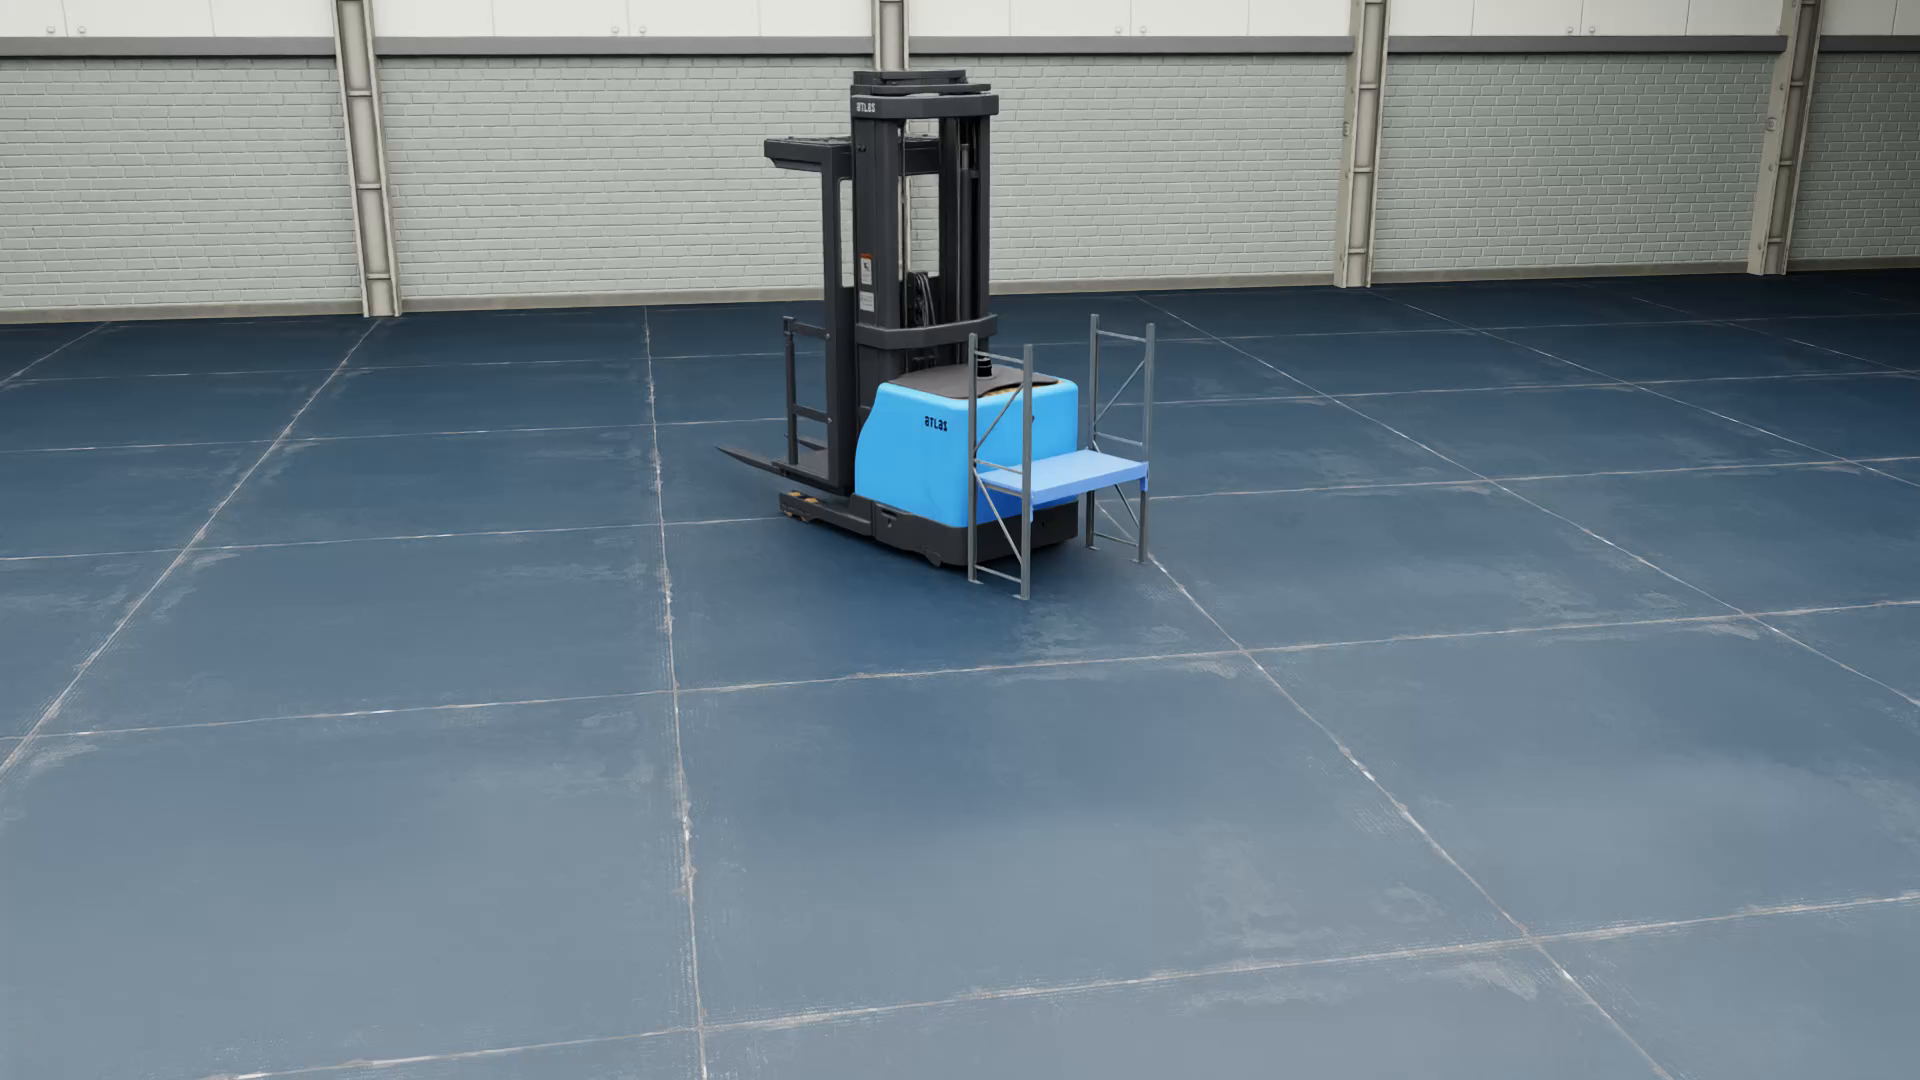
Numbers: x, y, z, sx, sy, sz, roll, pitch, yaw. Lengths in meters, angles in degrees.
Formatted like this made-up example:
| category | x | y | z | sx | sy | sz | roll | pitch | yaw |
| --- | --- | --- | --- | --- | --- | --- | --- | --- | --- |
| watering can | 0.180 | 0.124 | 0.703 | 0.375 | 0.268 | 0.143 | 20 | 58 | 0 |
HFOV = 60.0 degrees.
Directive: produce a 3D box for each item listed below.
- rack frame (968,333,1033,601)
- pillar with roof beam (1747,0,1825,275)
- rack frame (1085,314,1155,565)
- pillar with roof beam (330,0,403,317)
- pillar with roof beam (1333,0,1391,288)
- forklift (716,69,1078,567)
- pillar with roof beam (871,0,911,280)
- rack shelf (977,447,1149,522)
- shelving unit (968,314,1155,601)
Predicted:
| category | x | y | z | sx | sy | sz | roll | pitch | yaw |
| --- | --- | --- | --- | --- | --- | --- | --- | --- | --- |
| rack frame | 0.227 | -0.417 | 9.616 | 0.032 | 1.500 | 0.500 | -15 | 22 | -40 |
| pillar with roof beam | 11.777 | -6.689 | 17.262 | 0.400 | 9.000 | 9.100 | -3 | 17 | -10 |
| rack frame | 0.981 | -0.617 | 10.268 | 0.032 | 1.500 | 0.500 | -15 | 22 | -40 |
| pillar with roof beam | -5.896 | -5.686 | 13.997 | 0.400 | 9.000 | 9.100 | -3 | 17 | -10 |
| pillar with roof beam | 5.886 | -6.354 | 16.174 | 0.400 | 9.000 | 9.100 | -3 | 17 | -10 |
| forklift | -0.578 | -1.603 | 11.037 | 1.130 | 2.935 | 3.031 | -14 | 22 | -38 |
| pillar with roof beam | -0.005 | -6.020 | 15.085 | 0.400 | 9.000 | 9.100 | -3 | 17 | -10 |
| rack shelf | 0.604 | -0.346 | 9.995 | 1.000 | 0.185 | 0.538 | -15 | 22 | -40 |
| shelving unit | 0.604 | -0.517 | 9.942 | 1.048 | 1.500 | 0.538 | -15 | 22 | -40 |
